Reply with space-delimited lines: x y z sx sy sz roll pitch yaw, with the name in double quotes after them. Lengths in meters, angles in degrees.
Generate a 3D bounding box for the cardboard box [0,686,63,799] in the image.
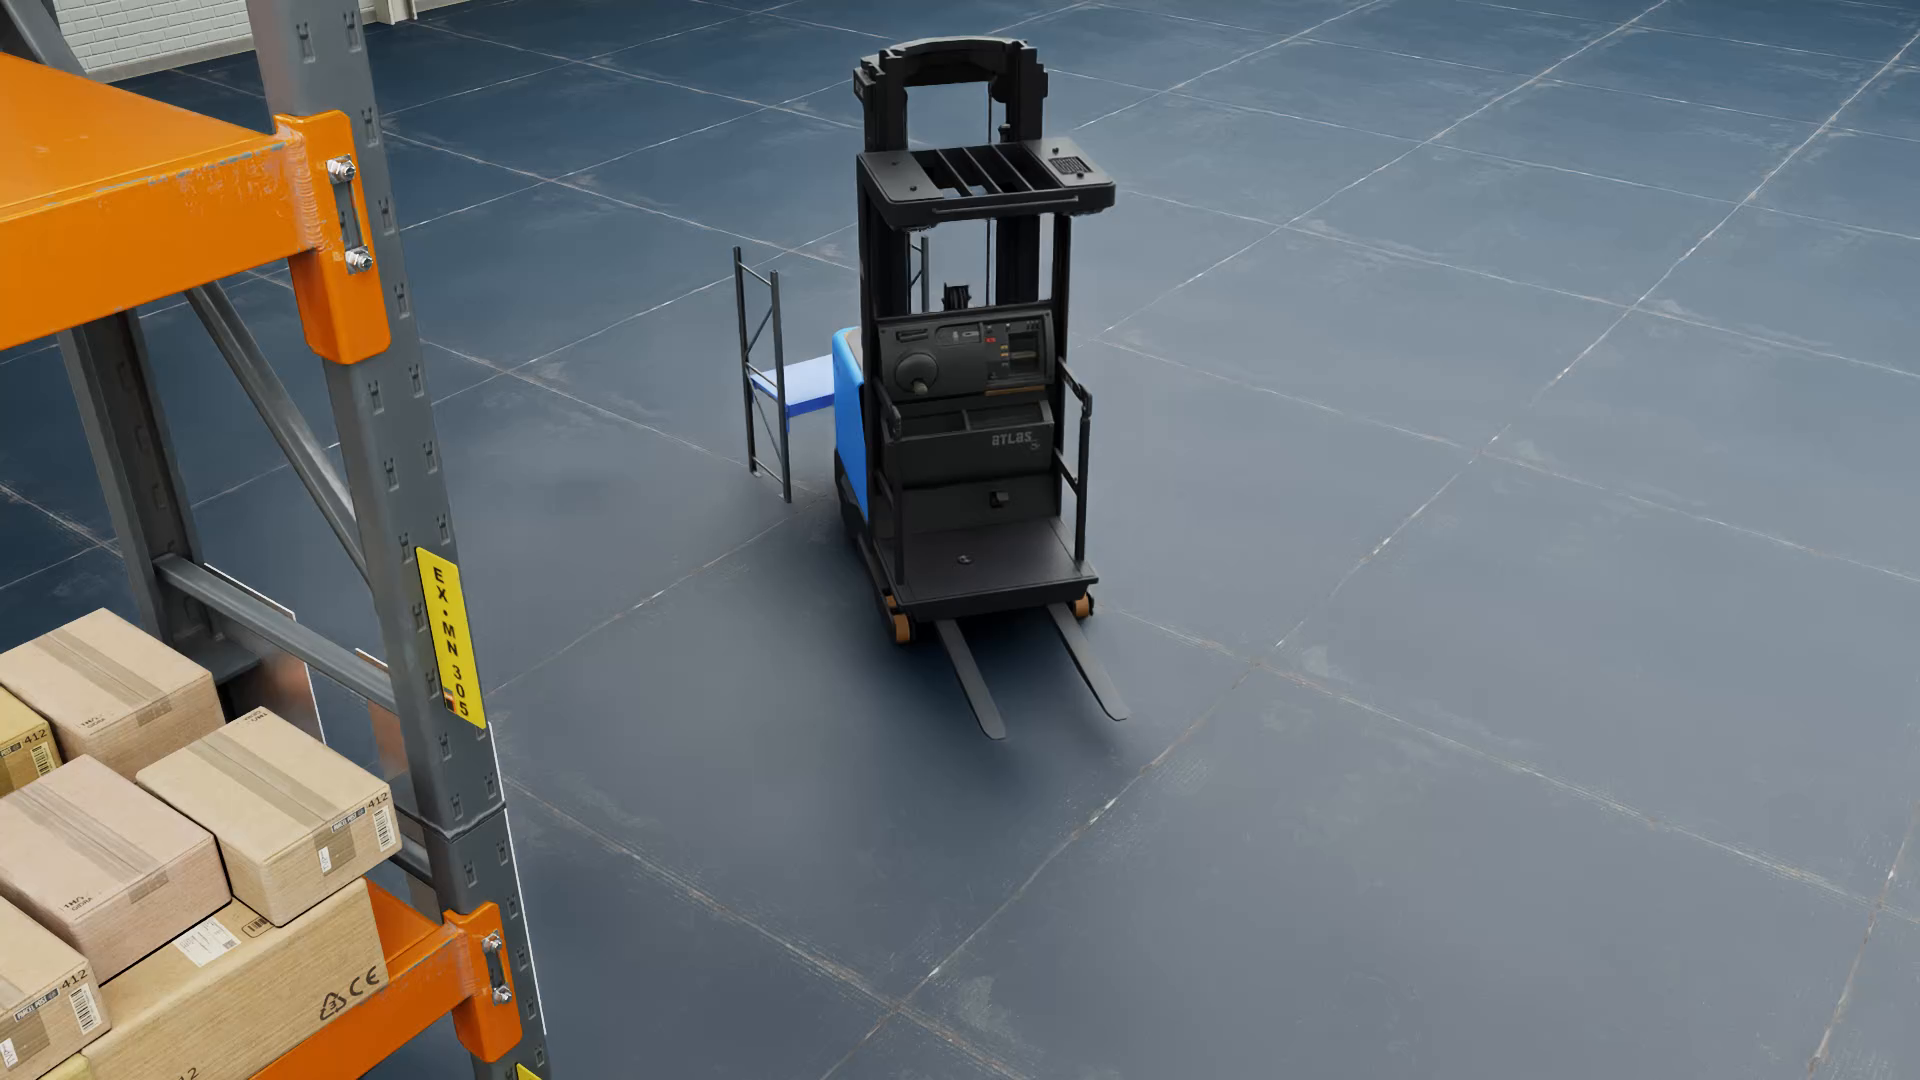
-1.862 0.378 3.041 0.380 0.149 0.250 22 37 32 "cardboard box"

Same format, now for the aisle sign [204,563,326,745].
-1.480 0.423 3.601 0.394 0.787 0.004 21 37 31 "aisle sign"

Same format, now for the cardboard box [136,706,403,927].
-1.197 0.471 2.885 0.380 0.149 0.250 21 37 31 "cardboard box"

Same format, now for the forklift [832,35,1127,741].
0.095 -0.922 8.488 1.130 2.935 3.031 -8 31 -12 "forklift"

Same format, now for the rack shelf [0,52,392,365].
-2.485 0.202 1.349 1.077 0.370 4.000 21 37 31 "rack shelf"

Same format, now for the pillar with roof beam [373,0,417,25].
-3.601 -9.045 16.243 9.100 9.000 0.400 21 37 31 "pillar with roof beam"

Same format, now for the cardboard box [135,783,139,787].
-1.775 0.549 3.143 0.500 0.250 0.500 22 37 33 "cardboard box"

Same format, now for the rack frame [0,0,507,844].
-1.278 -0.922 2.536 1.000 3.000 0.127 21 37 31 "rack frame"

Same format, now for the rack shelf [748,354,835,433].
-0.762 -0.971 10.327 1.000 0.185 0.538 -19 35 -29 "rack shelf"

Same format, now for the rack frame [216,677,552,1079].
-1.278 1.659 4.066 1.000 3.000 0.127 21 37 31 "rack frame"

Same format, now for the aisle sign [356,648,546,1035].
-1.001 0.608 3.289 0.394 0.787 0.004 21 37 31 "aisle sign"

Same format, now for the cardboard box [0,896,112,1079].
-1.525 0.685 2.523 0.380 0.149 0.250 19 36 29 "cardboard box"

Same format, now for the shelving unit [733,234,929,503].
-0.762 -1.126 10.235 1.048 1.500 0.538 -19 35 -29 "shelving unit"

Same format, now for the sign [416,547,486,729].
-0.848 0.167 2.773 0.100 0.325 0.005 21 37 31 "sign"

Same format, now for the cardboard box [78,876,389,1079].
-1.367 0.707 2.876 0.500 0.250 0.500 22 37 32 "cardboard box"

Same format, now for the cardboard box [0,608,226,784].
-1.629 0.302 3.169 0.380 0.149 0.250 21 36 31 "cardboard box"

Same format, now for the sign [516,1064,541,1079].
-0.848 1.204 3.388 0.100 0.325 0.005 21 37 31 "sign"

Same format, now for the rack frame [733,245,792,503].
-1.185 -0.982 9.992 0.032 1.500 0.500 -19 35 -29 "rack frame"

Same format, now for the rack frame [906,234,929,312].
-0.339 -1.270 10.478 0.032 1.500 0.500 -19 35 -29 "rack frame"

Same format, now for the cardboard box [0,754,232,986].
-1.448 0.540 2.767 0.380 0.149 0.250 20 36 30 "cardboard box"

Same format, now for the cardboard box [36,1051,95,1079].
-1.666 0.911 2.532 0.500 0.250 0.500 21 37 32 "cardboard box"

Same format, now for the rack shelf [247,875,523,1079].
-2.485 1.491 2.112 1.077 0.370 4.000 21 37 31 "rack shelf"
